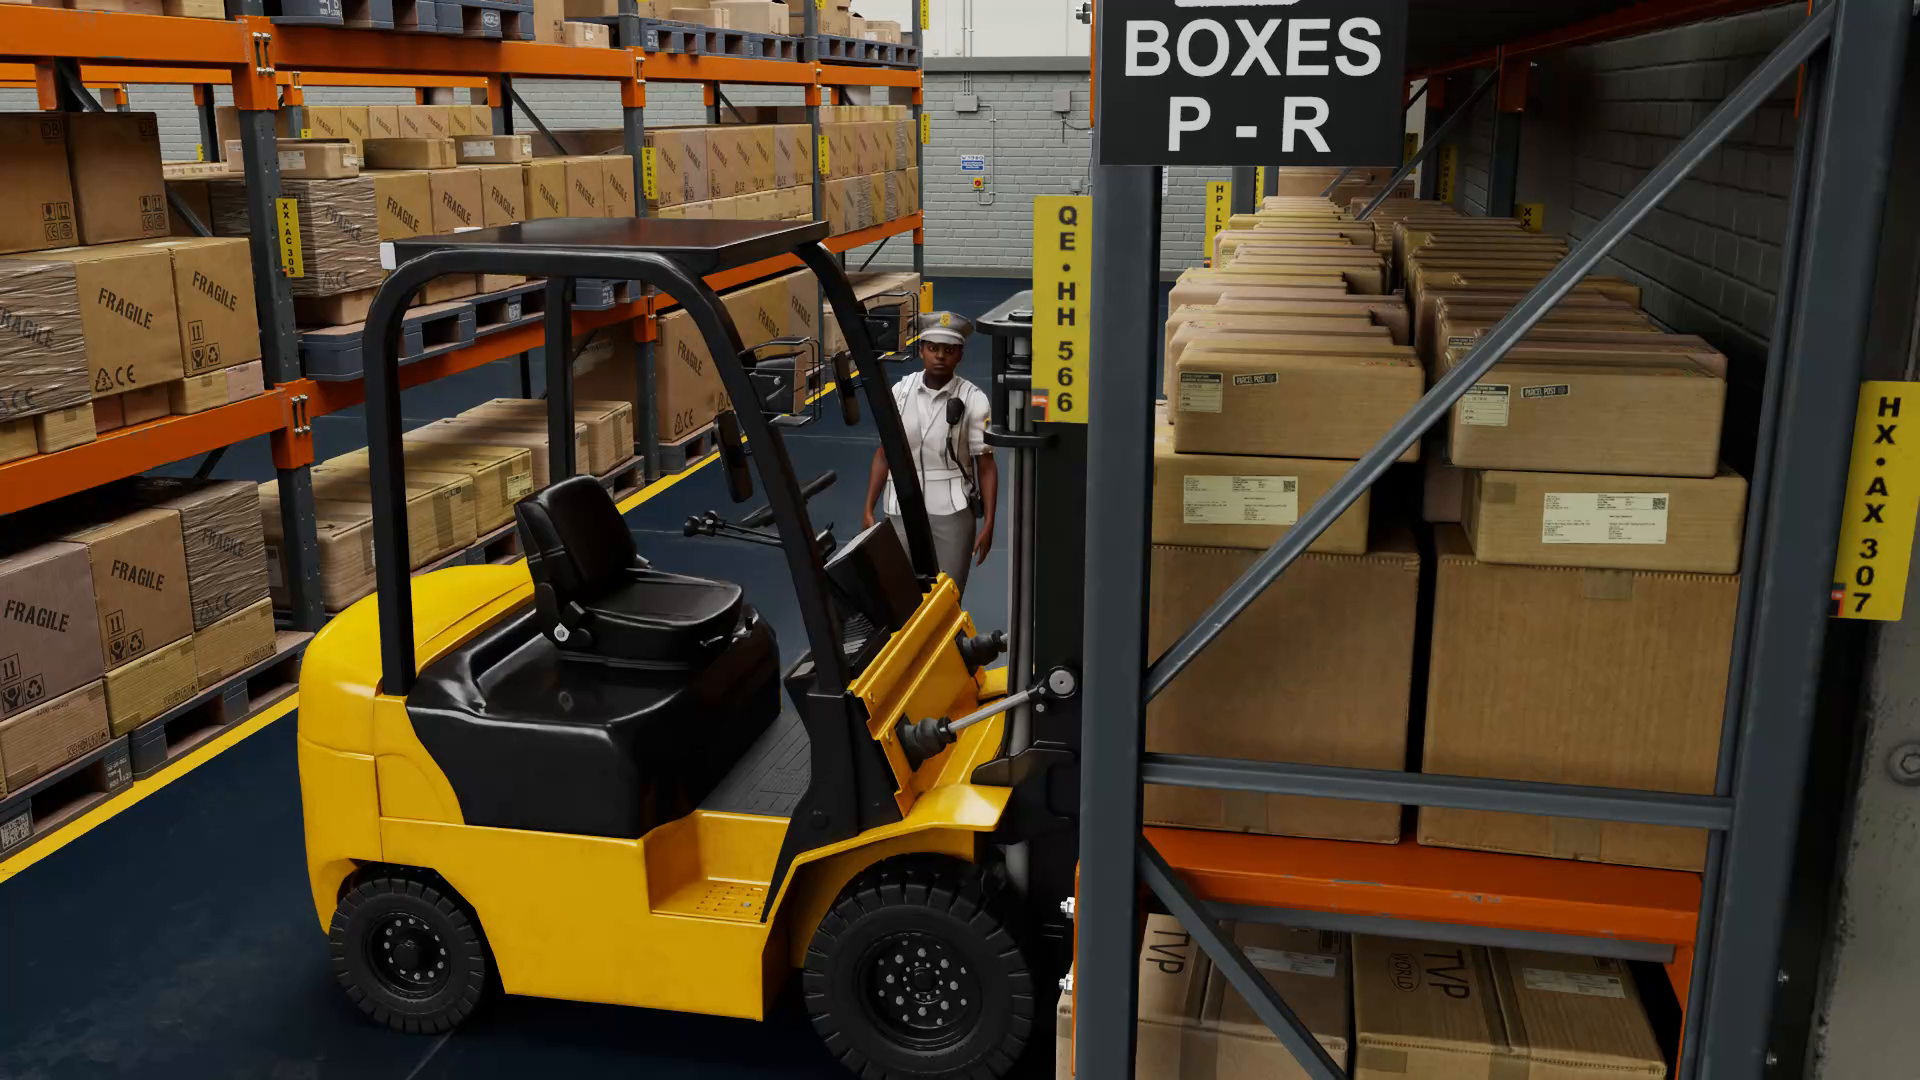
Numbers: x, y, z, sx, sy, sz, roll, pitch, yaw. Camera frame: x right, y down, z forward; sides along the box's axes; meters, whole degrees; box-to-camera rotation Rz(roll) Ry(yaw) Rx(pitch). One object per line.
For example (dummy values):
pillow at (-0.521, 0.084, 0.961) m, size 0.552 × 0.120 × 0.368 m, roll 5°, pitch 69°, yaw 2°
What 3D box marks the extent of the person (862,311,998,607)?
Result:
person at (-0.147, -0.062, 6.652) m, size 0.569 × 1.694 × 0.528 m, roll 3°, pitch 15°, yaw 11°
